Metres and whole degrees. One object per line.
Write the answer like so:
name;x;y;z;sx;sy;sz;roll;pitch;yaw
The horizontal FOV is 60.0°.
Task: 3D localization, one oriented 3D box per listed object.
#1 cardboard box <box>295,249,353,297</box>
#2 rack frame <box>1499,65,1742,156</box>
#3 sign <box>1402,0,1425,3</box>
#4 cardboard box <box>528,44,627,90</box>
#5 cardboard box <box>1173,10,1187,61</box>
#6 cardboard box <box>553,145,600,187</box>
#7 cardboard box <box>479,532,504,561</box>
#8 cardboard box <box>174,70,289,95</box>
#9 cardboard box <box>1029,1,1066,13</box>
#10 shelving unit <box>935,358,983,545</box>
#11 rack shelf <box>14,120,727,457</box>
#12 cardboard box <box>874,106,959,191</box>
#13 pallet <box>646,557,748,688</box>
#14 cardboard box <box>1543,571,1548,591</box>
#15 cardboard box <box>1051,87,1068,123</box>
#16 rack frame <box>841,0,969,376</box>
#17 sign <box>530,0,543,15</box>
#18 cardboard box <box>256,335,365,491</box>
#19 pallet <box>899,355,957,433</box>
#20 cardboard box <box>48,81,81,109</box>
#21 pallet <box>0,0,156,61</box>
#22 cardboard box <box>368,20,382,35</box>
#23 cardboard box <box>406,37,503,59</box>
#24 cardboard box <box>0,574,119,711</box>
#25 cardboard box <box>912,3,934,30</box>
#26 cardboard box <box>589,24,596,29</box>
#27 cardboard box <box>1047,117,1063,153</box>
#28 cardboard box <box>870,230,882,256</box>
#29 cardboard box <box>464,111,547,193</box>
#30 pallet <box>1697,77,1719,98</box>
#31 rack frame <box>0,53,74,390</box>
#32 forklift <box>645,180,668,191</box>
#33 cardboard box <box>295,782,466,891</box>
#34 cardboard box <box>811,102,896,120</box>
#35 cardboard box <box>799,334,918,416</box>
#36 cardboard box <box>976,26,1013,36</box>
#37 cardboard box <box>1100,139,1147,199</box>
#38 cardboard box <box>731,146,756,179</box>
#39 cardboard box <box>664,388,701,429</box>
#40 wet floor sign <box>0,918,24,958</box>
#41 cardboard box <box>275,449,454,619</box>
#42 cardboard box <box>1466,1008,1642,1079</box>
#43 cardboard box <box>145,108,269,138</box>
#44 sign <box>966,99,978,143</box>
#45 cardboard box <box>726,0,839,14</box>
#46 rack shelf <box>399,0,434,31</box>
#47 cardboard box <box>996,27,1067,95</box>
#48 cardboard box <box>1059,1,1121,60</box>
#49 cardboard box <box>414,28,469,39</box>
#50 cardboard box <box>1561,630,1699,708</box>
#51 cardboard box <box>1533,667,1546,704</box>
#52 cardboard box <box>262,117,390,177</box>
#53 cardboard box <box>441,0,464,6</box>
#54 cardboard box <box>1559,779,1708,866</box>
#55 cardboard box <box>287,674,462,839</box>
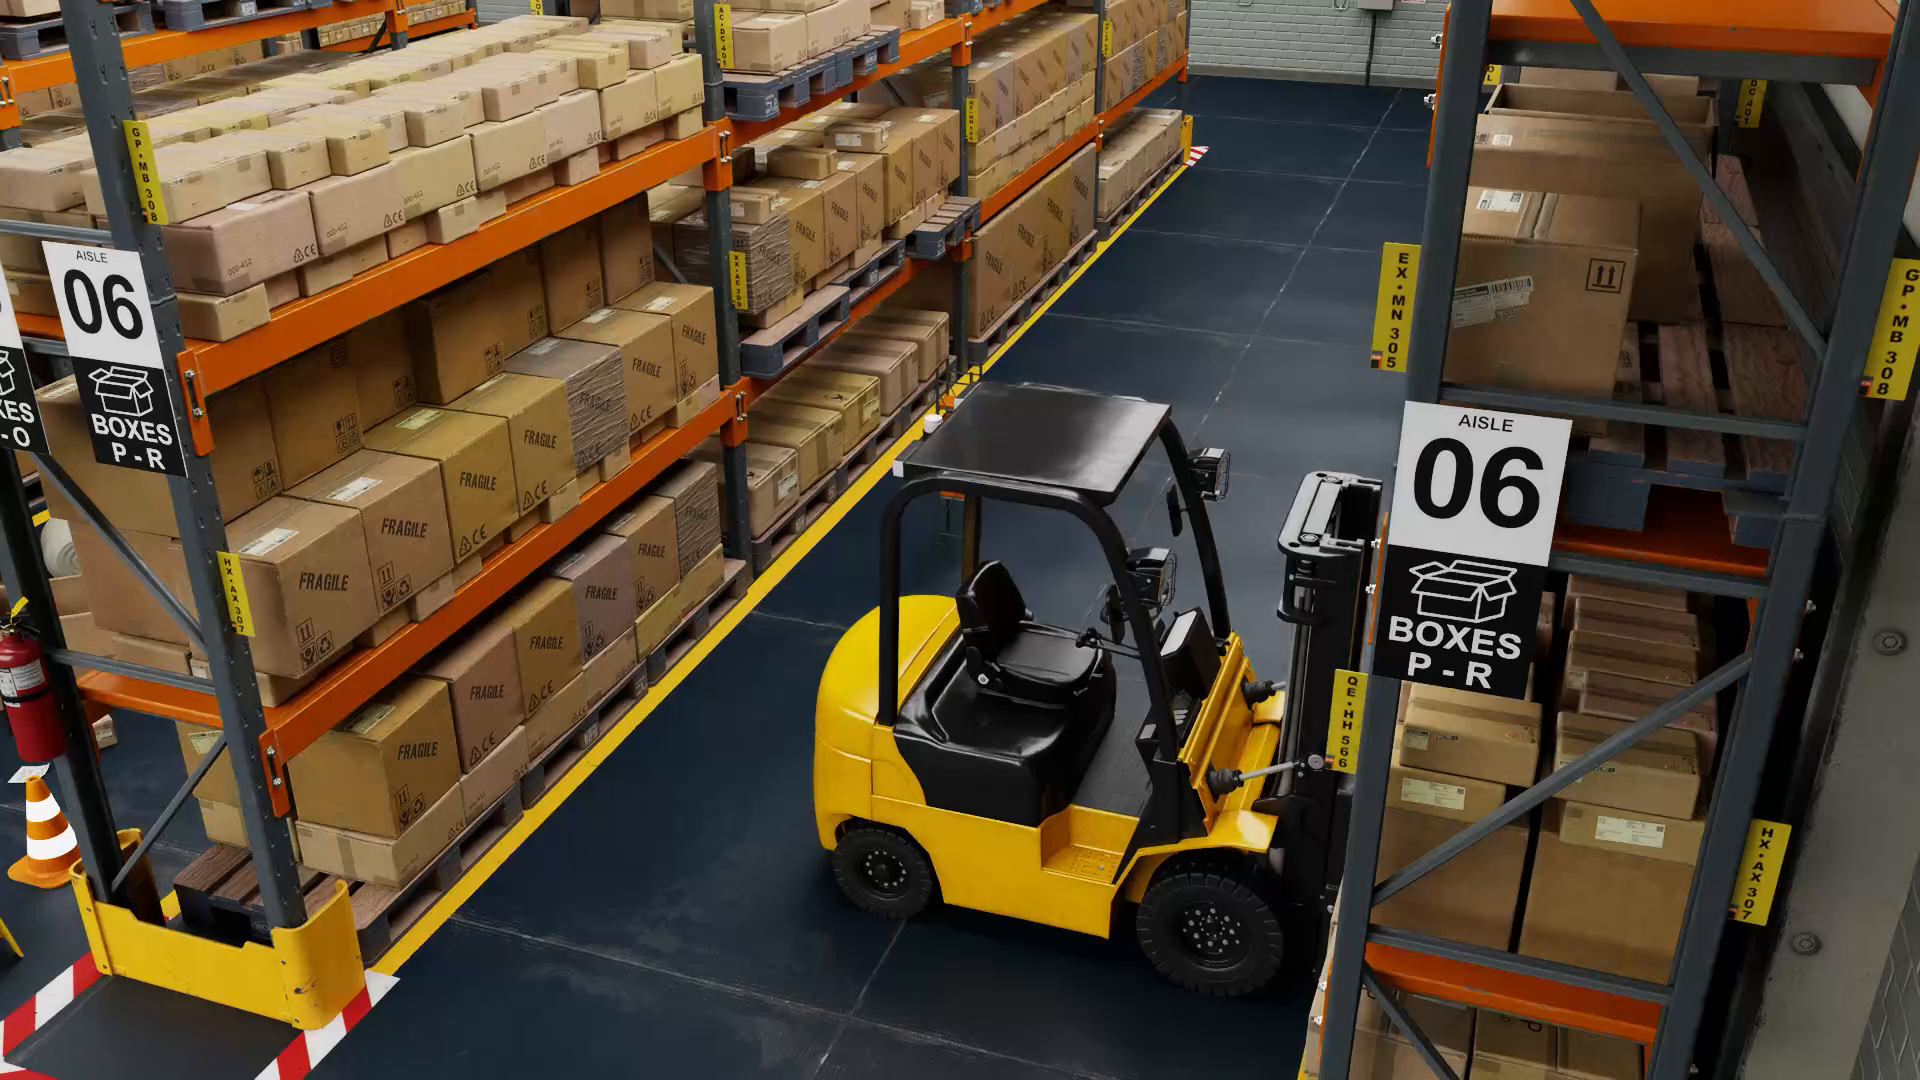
cardboard box;-2.549;-1.046;6.315;0.380;0.149;0.250;10;27;19
rack frame;2.924;-3.121;6.870;1.000;3.000;0.127;9;27;17
sign;6.556;-7.997;23.934;0.329;0.494;0.001;9;27;17
cardboard box;-1.806;-2.236;7.856;0.380;0.149;0.250;10;27;19
cardboard box;2.324;-5.879;19.335;0.500;0.500;0.500;9;27;18
cardboard box;-1.932;-1.781;7.833;0.380;0.149;0.250;10;27;19
cardboard box;-2.332;-0.021;7.640;0.380;0.149;0.250;10;27;19
cardboard box;-5.623;-3.352;12.969;0.700;0.500;0.500;8;27;17
cardboard box;0.800;-5.156;16.694;0.500;0.500;0.500;9;27;17
shelving unit;-0.005;-0.534;10.476;0.258;1.200;0.189;9;27;17
rack shelf;-2.424;-1.344;7.466;1.077;0.370;4.000;9;27;17
cardboard box;-0.316;-2.924;12.409;0.500;0.500;0.500;8;27;16
pallet;-1.948;0.397;9.688;1.003;0.211;1.213;9;27;17
cardboard box;2.016;0.083;6.278;0.380;0.149;0.250;9;27;17
cardboard box;0.660;-3.948;15.060;0.500;0.250;0.500;9;27;19
rack frame;-0.427;-2.783;13.056;1.000;3.000;0.127;9;27;17
sign;-2.283;-2.978;8.972;0.100;0.325;0.005;9;27;17
cardboard box;-2.950;-0.573;6.887;0.700;0.500;0.500;9;27;18
pallet;-0.689;-1.207;13.001;1.003;0.211;1.213;9;27;17
cardboard box;-9.185;-4.638;16.772;0.500;0.500;0.500;8;27;16
pallet;-6.201;-3.463;11.239;0.805;0.209;1.217;8;27;15
cardboard box;-7.512;-6.465;20.949;0.380;0.149;0.250;8;27;16
cardboard box;-2.439;-2.331;8.053;0.380;0.149;0.250;9;27;17
cardboard box;-4.892;0.539;9.059;0.797;0.503;0.637;-9;27;-18
cardboard box;-0.409;-3.757;11.913;0.380;0.149;0.250;9;27;17
cardboard box;-3.747;-5.254;17.282;0.380;0.149;0.250;10;28;20
cardboard box;0.636;-3.725;15.173;0.500;0.250;0.500;8;27;16
cardboard box;-0.755;-2.042;11.331;0.380;0.149;0.250;8;27;16
cardboard box;-2.157;-1.709;7.226;0.500;0.250;0.500;9;27;19
pallet;3.744;-2.578;9.407;1.003;0.211;1.213;10;28;20
rack frame;-6.460;-1.815;11.058;1.000;3.000;0.127;9;27;17
forklift;-2.598;-2.941;13.460;1.130;2.935;3.031;11;28;21
cardboard box;-2.560;1.262;7.375;0.500;0.250;0.500;9;27;17
cardboard box;-0.795;-3.000;12.565;0.500;0.500;0.500;8;27;16
cardboard box;-0.863;-1.254;12.432;0.950;0.372;0.625;8;27;16
cardboard box;0.174;-4.364;15.059;0.500;0.500;0.500;8;27;16
cardboard box;1.511;-4.073;18.178;0.875;0.438;0.875;8;27;16
cardboard box;-1.532;-2.423;10.629;0.380;0.149;0.250;8;27;15
cardboard box;-1.654;-0.746;9.138;0.380;0.149;0.250;9;27;19
wet floor sign;-4.162;1.487;6.938;0.267;0.644;0.232;20;32;35
cardboard box;-2.501;-0.042;6.939;0.500;0.500;0.500;10;27;19
cardboard box;1.931;1.651;5.423;0.500;0.250;0.500;8;27;17
cardboard box;-2.933;-1.578;6.498;0.380;0.149;0.250;9;27;18
sign;0.088;-3.194;12.666;0.100;0.325;0.005;9;27;17
cardboard box;-1.030;-3.224;9.641;0.500;0.250;0.500;8;27;16
rack shelf;-4.463;-5.307;15.653;1.077;0.370;4.000;9;27;17
cardboard box;0.640;-4.283;14.891;0.500;0.500;0.500;10;27;19
cardboard box;1.291;-5.082;16.543;0.500;0.500;0.500;9;27;18
cardboard box;-7.248;-6.466;22.618;0.875;0.875;0.875;9;27;17
cardboard box;2.099;0.432;5.216;0.380;0.149;0.250;9;27;18
cardboard box;1.690;0.726;5.694;0.500;0.500;0.500;10;27;19
cardboard box;-2.415;-1.500;6.337;0.380;0.149;0.250;9;27;17
cardboard box;-7.021;-7.336;22.291;0.500;0.250;0.500;8;27;17
cardboard box;1.950;0.784;4.829;0.380;0.149;0.250;8;27;16
cardboard box;-2.553;0.914;7.232;0.500;0.500;0.500;8;27;16
